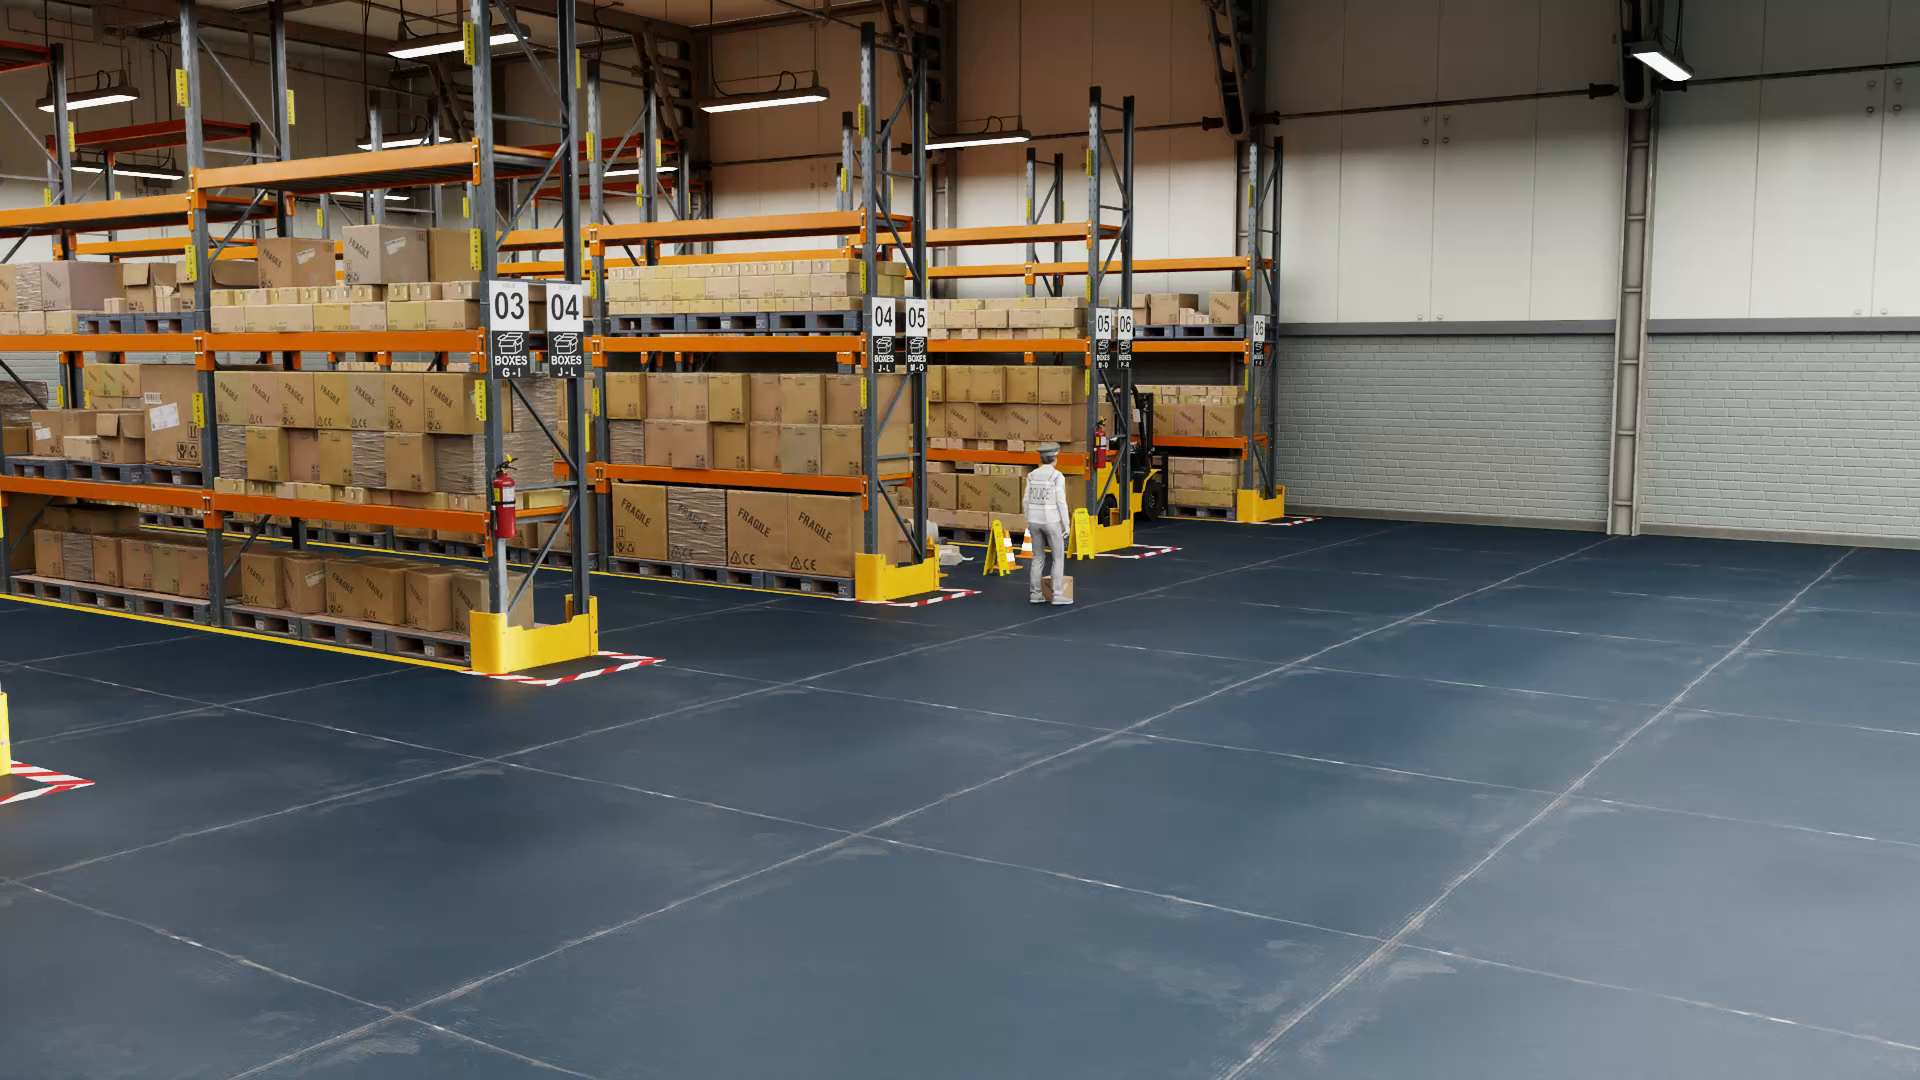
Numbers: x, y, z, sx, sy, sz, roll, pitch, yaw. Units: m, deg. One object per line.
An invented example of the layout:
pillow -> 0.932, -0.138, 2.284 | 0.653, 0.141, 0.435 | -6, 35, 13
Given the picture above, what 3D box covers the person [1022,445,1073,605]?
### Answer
person -> 0.909, -0.159, 17.409 | 0.528, 1.662, 0.375 | 4, 8, 34
